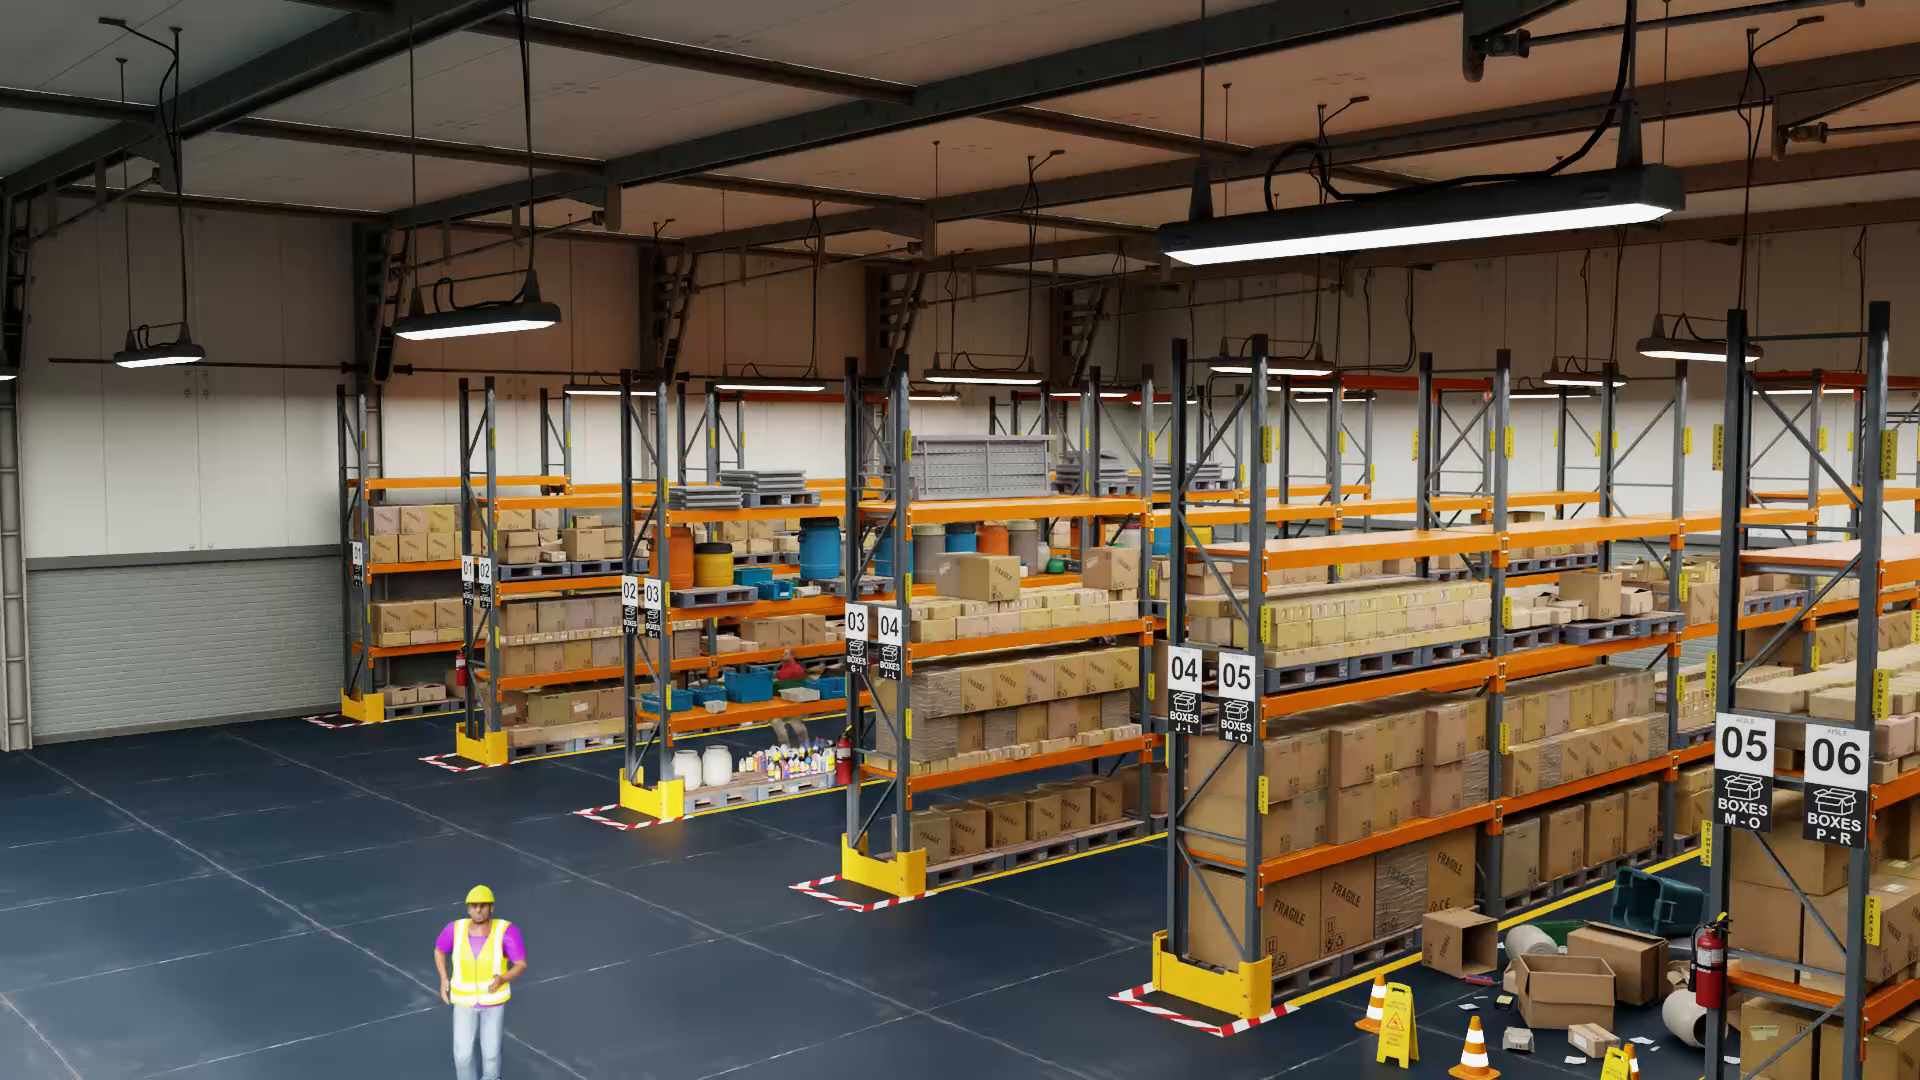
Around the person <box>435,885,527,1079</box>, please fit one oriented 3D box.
[{"bbox_3d":[-3.589,3.488,12.431,0.685,1.829,0.653,-1,4,-11],"label":"person"}]

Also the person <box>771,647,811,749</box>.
[{"bbox_3d":[-2.701,2.593,26.448,0.647,1.785,0.764,4,5,43],"label":"person"}]

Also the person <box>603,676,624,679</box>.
[{"bbox_3d":[-6.199,2.323,29.961,0.638,1.755,0.858,3,5,36],"label":"person"}]
